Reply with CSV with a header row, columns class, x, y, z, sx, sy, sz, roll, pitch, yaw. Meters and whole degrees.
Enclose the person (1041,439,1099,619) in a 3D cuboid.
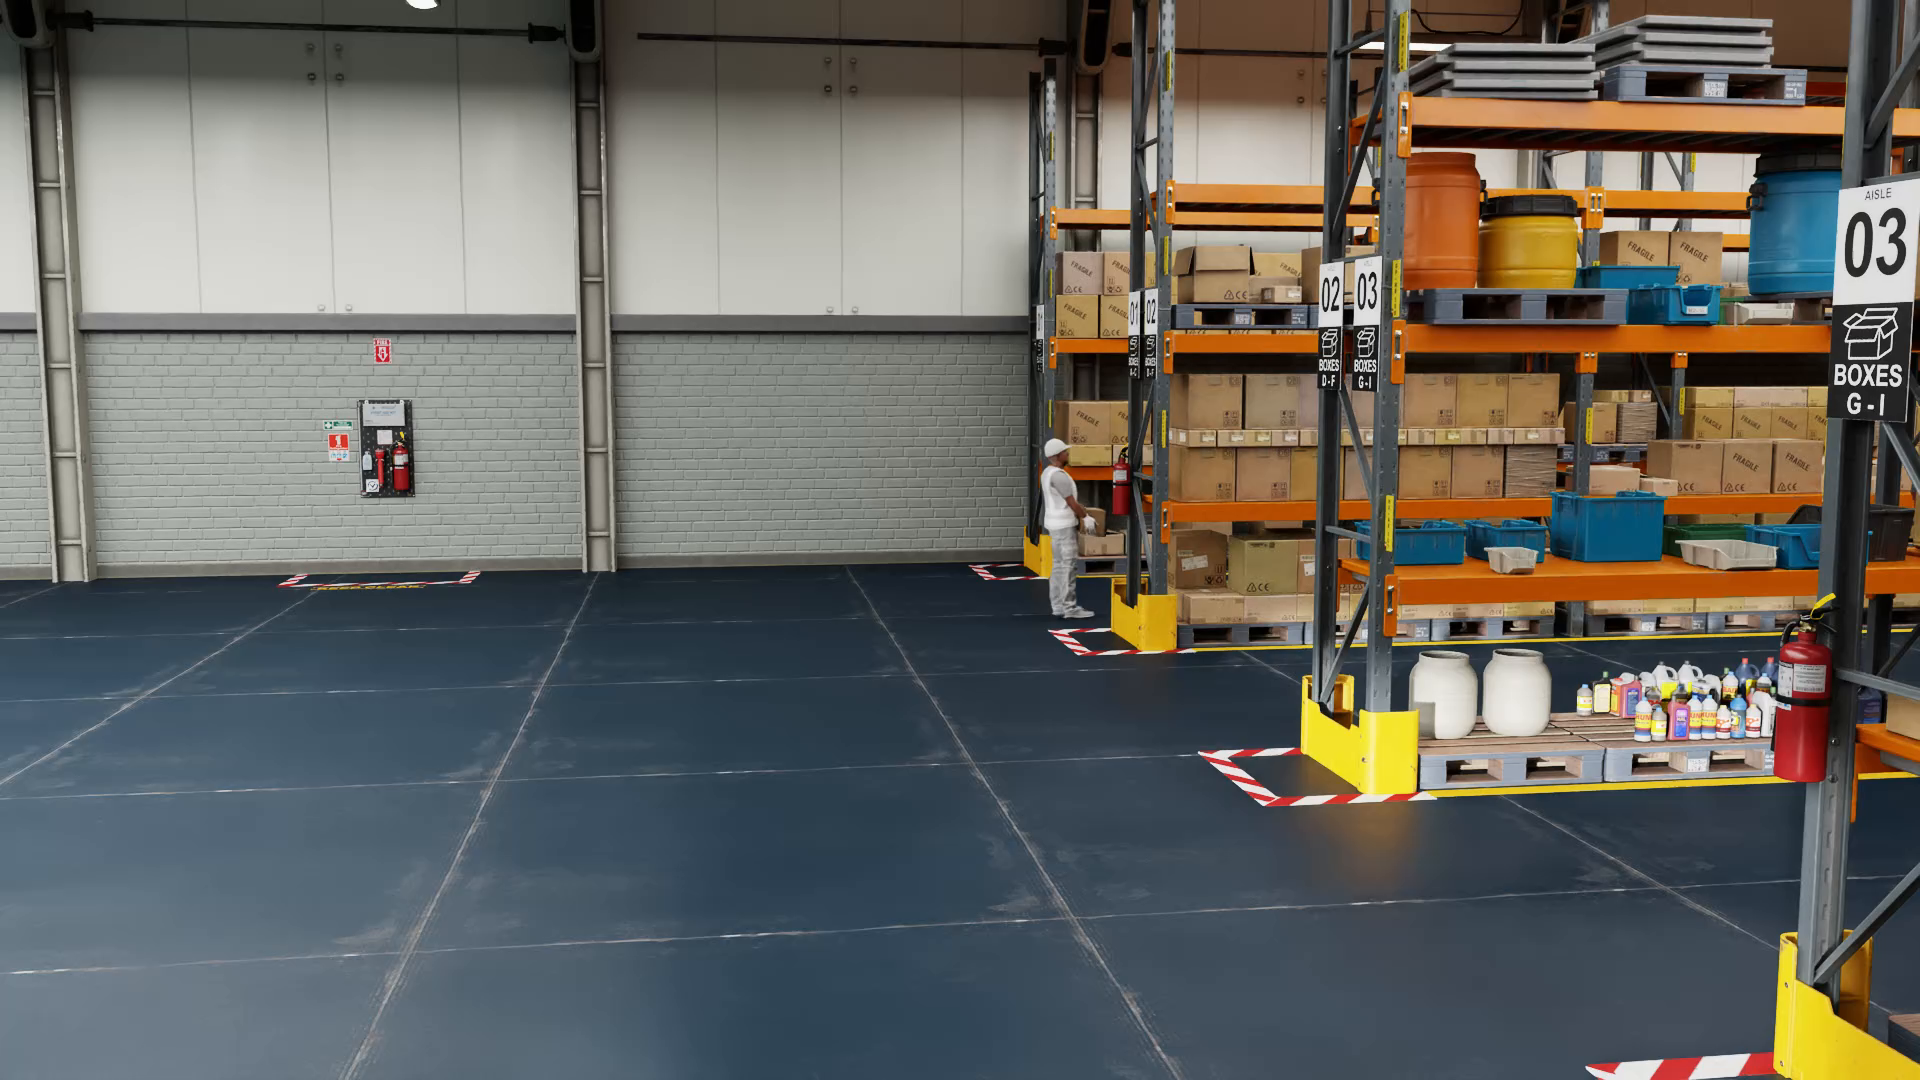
class,x,y,z,sx,sy,sz,roll,pitch,yaw
person,1.098,-0.124,16.703,0.550,1.788,0.531,-1,6,-9
